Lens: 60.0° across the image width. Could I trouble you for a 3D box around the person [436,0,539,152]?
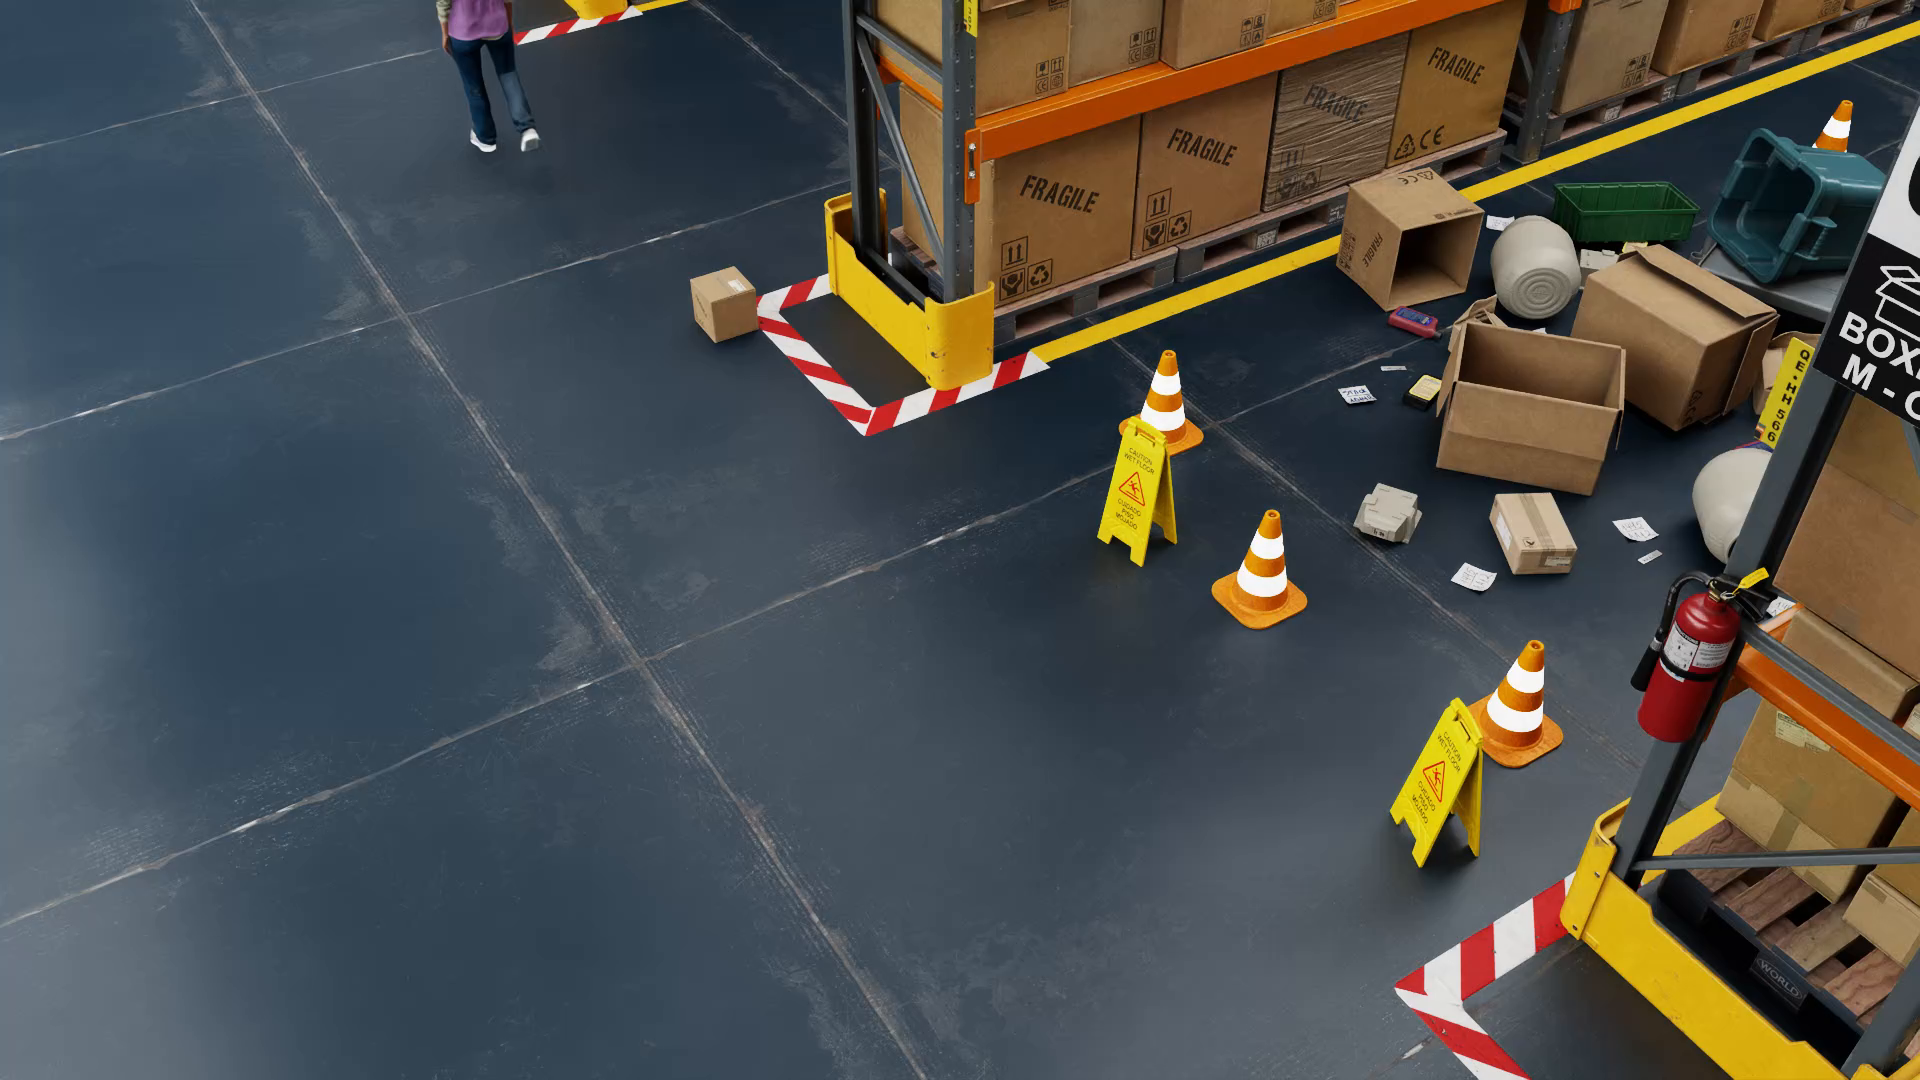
[{"bbox_3d":[-2.731,-2.900,9.449,0.431,1.584,0.663,-21,46,-22],"label":"person"}]
